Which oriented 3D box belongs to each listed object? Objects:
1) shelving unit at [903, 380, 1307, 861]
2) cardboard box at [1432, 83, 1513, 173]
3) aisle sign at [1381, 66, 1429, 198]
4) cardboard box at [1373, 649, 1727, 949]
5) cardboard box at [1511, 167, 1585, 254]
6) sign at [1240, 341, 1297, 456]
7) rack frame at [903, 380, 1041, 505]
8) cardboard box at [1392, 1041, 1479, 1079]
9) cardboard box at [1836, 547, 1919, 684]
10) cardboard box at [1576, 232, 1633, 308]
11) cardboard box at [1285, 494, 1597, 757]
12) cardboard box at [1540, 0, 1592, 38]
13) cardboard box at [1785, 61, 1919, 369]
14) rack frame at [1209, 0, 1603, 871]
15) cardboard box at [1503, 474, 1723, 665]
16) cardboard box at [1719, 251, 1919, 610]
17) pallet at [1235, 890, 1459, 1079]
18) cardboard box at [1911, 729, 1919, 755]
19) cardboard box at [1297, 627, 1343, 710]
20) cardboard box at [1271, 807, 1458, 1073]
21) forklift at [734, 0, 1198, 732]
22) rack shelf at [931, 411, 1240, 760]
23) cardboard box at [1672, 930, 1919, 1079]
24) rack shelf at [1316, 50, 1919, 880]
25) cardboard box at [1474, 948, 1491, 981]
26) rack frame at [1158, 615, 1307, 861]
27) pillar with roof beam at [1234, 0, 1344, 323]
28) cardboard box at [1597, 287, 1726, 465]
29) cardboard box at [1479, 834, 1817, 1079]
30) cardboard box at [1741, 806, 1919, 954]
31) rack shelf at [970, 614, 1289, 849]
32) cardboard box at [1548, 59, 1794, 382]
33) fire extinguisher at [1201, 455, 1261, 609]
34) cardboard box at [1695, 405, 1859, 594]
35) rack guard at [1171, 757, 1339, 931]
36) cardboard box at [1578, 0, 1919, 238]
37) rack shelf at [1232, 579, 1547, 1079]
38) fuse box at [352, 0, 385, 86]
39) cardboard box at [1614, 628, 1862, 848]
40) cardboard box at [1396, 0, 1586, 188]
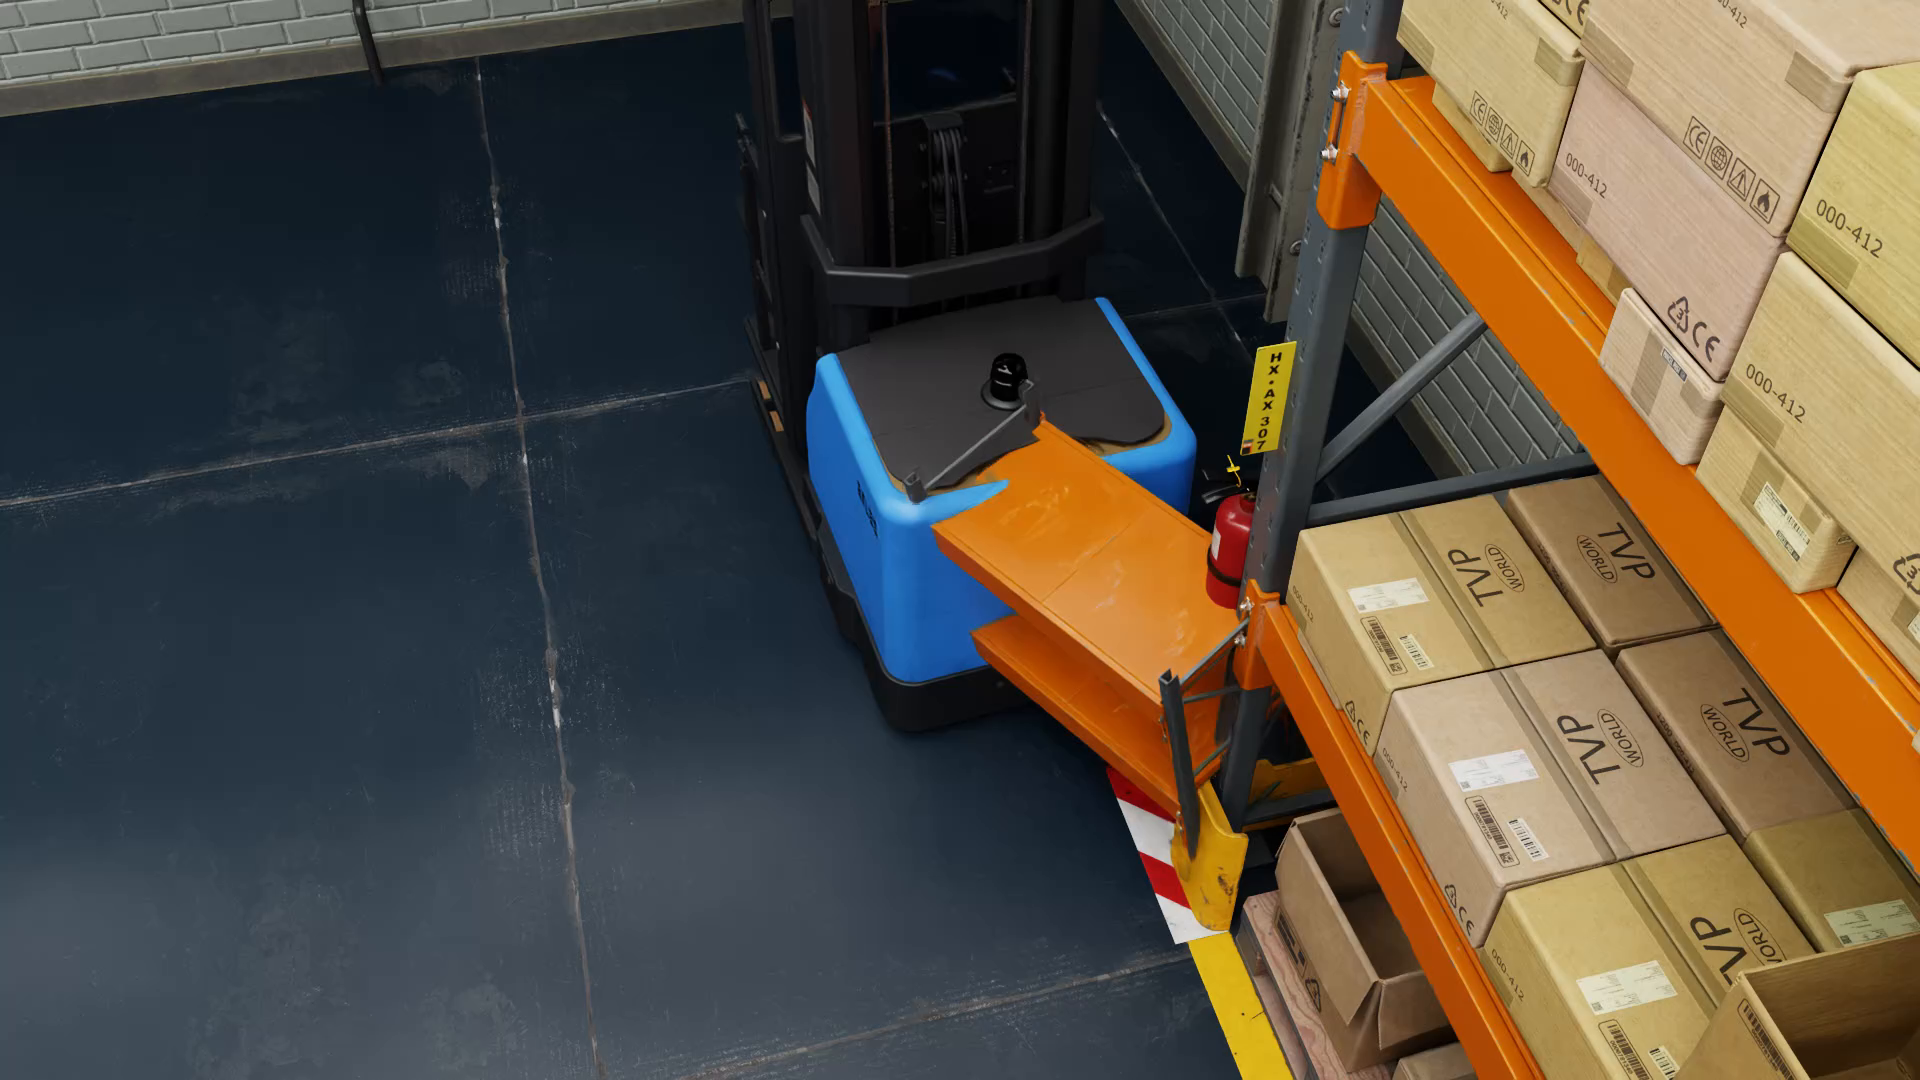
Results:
[{"bbox_3d":[0.466,0.281,5.022,0.538,1.125,1.048,-40,55,-17],"label":"shelving unit"},{"bbox_3d":[1.099,-0.821,3.030,0.380,0.149,0.250,-10,46,-9],"label":"cardboard box"},{"bbox_3d":[0.941,-1.025,3.334,0.394,0.787,0.004,-11,47,-10],"label":"aisle sign"},{"bbox_3d":[1.228,0.537,3.520,0.500,0.250,0.500,-10,46,-10],"label":"cardboard box"},{"bbox_3d":[1.192,-0.645,2.858,0.380,0.149,0.250,-10,46,-10],"label":"cardboard box"},{"bbox_3d":[0.718,-0.326,3.863,0.100,0.325,0.005,-11,47,-10],"label":"sign"},{"bbox_3d":[0.132,0.020,5.302,0.500,1.125,0.032,-40,55,-17],"label":"rack frame"},{"bbox_3d":[1.379,1.469,4.412,0.380,0.149,0.250,-12,47,-12],"label":"cardboard box"},{"bbox_3d":[1.402,0.065,2.162,0.380,0.149,0.250,-11,47,-11],"label":"cardboard box"},{"bbox_3d":[1.241,-0.465,2.681,0.380,0.149,0.250,-11,47,-10],"label":"cardboard box"},{"bbox_3d":[1.098,0.189,3.861,0.500,0.250,0.500,-10,47,-10],"label":"cardboard box"},{"bbox_3d":[1.113,-1.046,2.621,0.500,0.250,0.500,-11,47,-11],"label":"cardboard box"},{"bbox_3d":[1.367,-0.347,1.936,0.500,0.250,0.500,-11,47,-11],"label":"cardboard box"},{"bbox_3d":[1.243,-0.122,4.269,1.000,3.000,0.127,-11,47,-10],"label":"rack frame"},{"bbox_3d":[1.617,0.096,3.953,0.500,0.250,0.500,-9,46,-9],"label":"cardboard box"},{"bbox_3d":[1.361,-0.164,2.107,0.500,0.250,0.500,-12,47,-12],"label":"cardboard box"},{"bbox_3d":[1.467,1.457,4.675,1.003,0.211,1.213,-11,47,-10],"label":"pallet"},{"bbox_3d":[1.398,0.255,1.976,0.380,0.149,0.250,-11,47,-10],"label":"cardboard box"},{"bbox_3d":[1.061,0.243,4.087,0.380,0.149,0.250,-11,47,-11],"label":"cardboard box"},{"bbox_3d":[1.308,1.045,4.580,0.797,0.503,0.637,-12,47,-12],"label":"cardboard box"},{"bbox_3d":[-0.205,-1.463,5.631,1.130,2.935,3.031,-13,47,-13],"label":"forklift"},{"bbox_3d":[0.412,0.106,4.793,0.538,0.278,1.000,-40,55,-17],"label":"rack shelf"},{"bbox_3d":[1.483,0.962,2.579,0.500,0.500,0.500,-10,46,-9],"label":"cardboard box"},{"bbox_3d":[1.755,0.461,2.102,1.077,0.370,4.000,-11,47,-10],"label":"rack shelf"},{"bbox_3d":[1.278,0.771,3.570,0.380,0.149,0.250,-9,46,-9],"label":"cardboard box"},{"bbox_3d":[0.801,0.543,4.742,0.500,1.125,0.032,-40,55,-17],"label":"rack frame"},{"bbox_3d":[-2.738,-3.461,3.341,9.100,9.000,0.400,-11,47,-10],"label":"pillar with roof beam"},{"bbox_3d":[1.205,-0.274,2.494,0.380,0.149,0.250,-10,46,-9],"label":"cardboard box"},{"bbox_3d":[1.361,0.886,3.178,0.500,0.250,0.500,-12,47,-11],"label":"cardboard box"},{"bbox_3d":[1.870,0.795,3.268,0.500,0.250,0.500,-9,46,-9],"label":"cardboard box"},{"bbox_3d":[0.512,0.428,5.212,0.538,0.278,1.000,-40,55,-17],"label":"rack shelf"},{"bbox_3d":[1.242,-0.520,2.456,0.500,0.250,0.500,-10,46,-10],"label":"cardboard box"},{"bbox_3d":[0.758,0.019,4.447,0.296,0.674,0.183,-11,47,-10],"label":"fire extinguisher"},{"bbox_3d":[1.279,-0.094,2.318,0.380,0.149,0.250,-11,47,-10],"label":"cardboard box"},{"bbox_3d":[1.262,0.806,5.111,1.175,0.500,0.348,-11,47,-10],"label":"rack guard"},{"bbox_3d":[1.225,-0.691,2.274,0.500,0.250,0.500,-11,47,-11],"label":"cardboard box"},{"bbox_3d":[1.755,1.511,3.173,1.077,0.370,4.000,-11,47,-10],"label":"rack shelf"},{"bbox_3d":[-2.953,-2.933,7.926,0.539,1.711,0.414,-11,47,-10],"label":"fuse box"},{"bbox_3d":[1.748,0.452,3.604,0.500,0.250,0.500,-11,47,-10],"label":"cardboard box"},{"bbox_3d":[1.092,-0.867,2.796,0.500,0.250,0.500,-11,47,-11],"label":"cardboard box"}]
